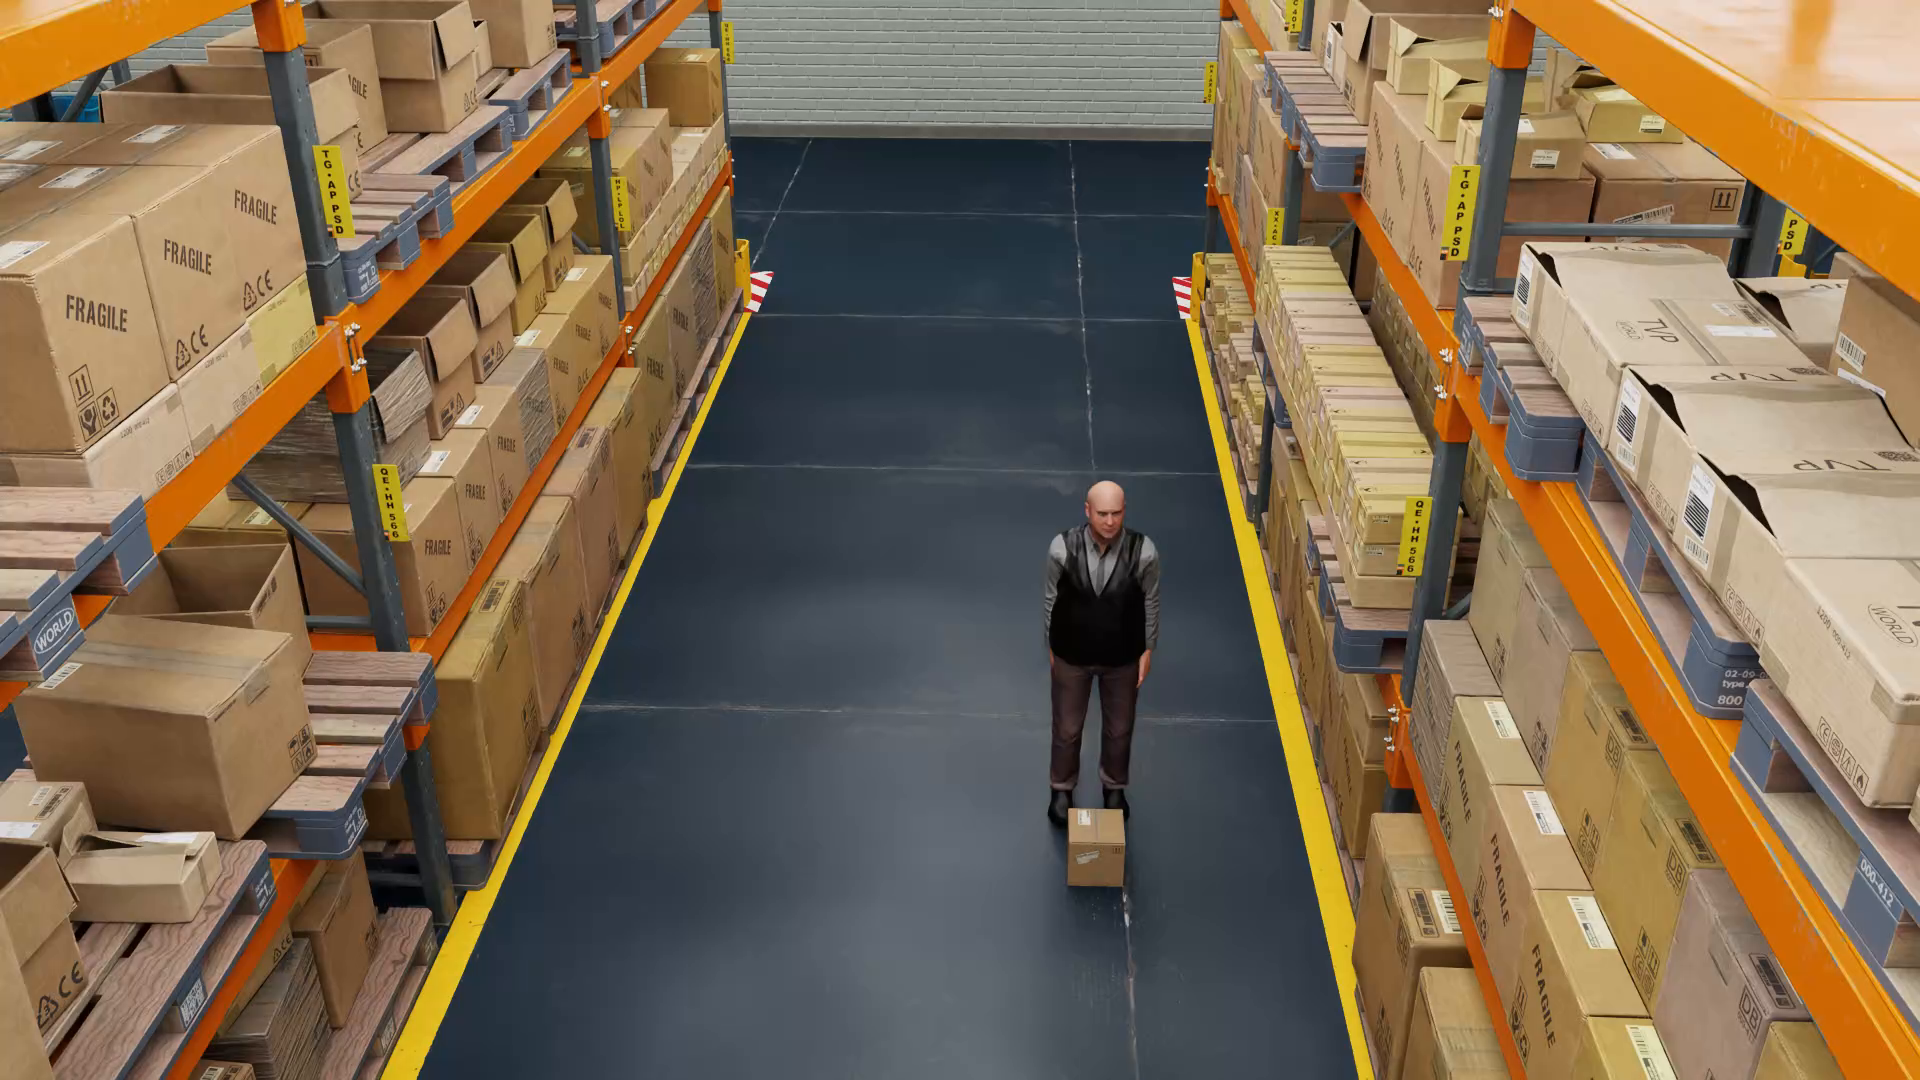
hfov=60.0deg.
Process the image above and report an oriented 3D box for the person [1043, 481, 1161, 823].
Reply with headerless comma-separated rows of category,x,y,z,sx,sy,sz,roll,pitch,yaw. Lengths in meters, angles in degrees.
person,0.643,0.531,7.651,0.532,1.723,0.357,2,28,3
